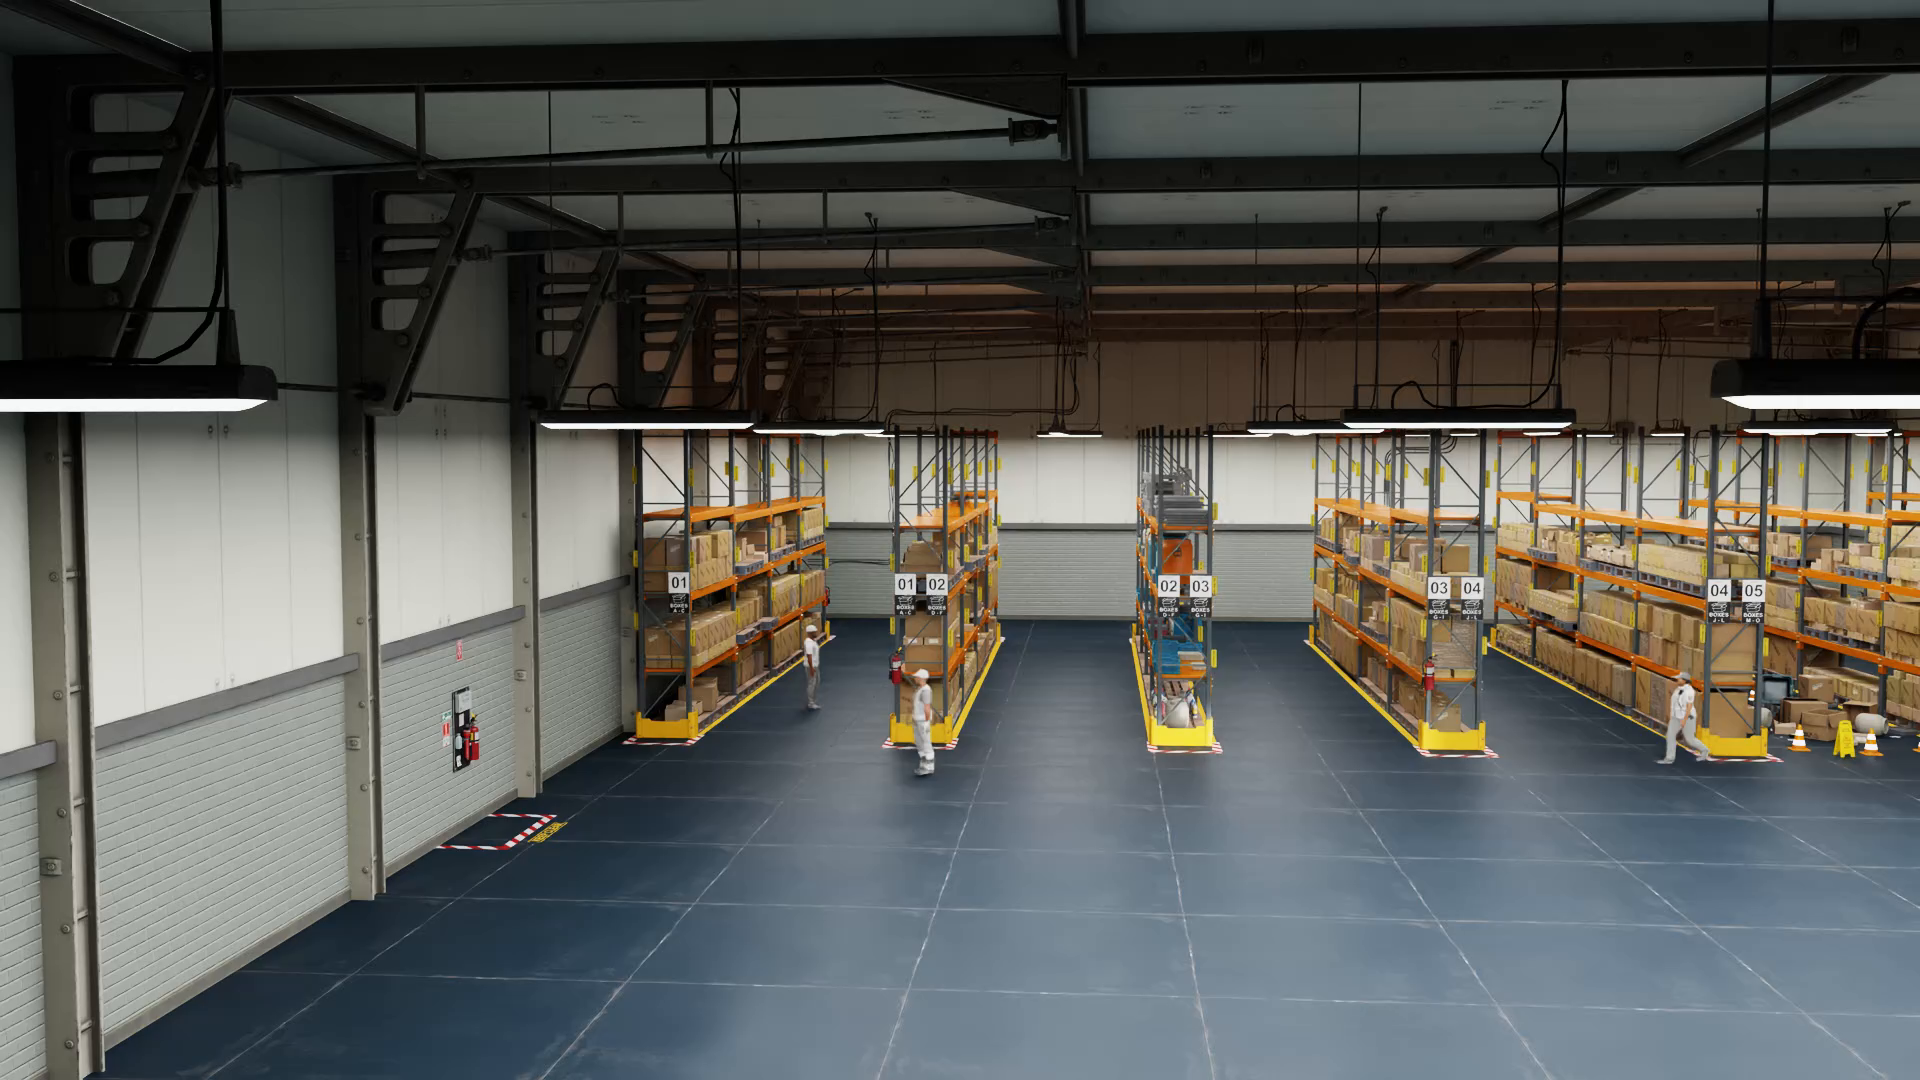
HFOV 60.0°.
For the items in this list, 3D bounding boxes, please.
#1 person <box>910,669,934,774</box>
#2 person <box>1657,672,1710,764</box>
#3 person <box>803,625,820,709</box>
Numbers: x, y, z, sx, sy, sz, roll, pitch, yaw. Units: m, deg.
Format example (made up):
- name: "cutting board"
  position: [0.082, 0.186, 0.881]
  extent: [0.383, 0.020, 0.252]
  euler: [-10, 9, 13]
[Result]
- name: "person"
  position: [-0.652, 3.117, 28.499]
  extent: [0.351, 1.822, 0.679]
  euler: [-1, 4, -20]
- name: "person"
  position: [12.778, 3.134, 29.323]
  extent: [0.886, 1.637, 0.461]
  euler: [-1, 4, -21]
- name: "person"
  position: [-3.155, 2.744, 35.554]
  extent: [0.395, 1.847, 0.636]
  euler: [0, 3, 6]
